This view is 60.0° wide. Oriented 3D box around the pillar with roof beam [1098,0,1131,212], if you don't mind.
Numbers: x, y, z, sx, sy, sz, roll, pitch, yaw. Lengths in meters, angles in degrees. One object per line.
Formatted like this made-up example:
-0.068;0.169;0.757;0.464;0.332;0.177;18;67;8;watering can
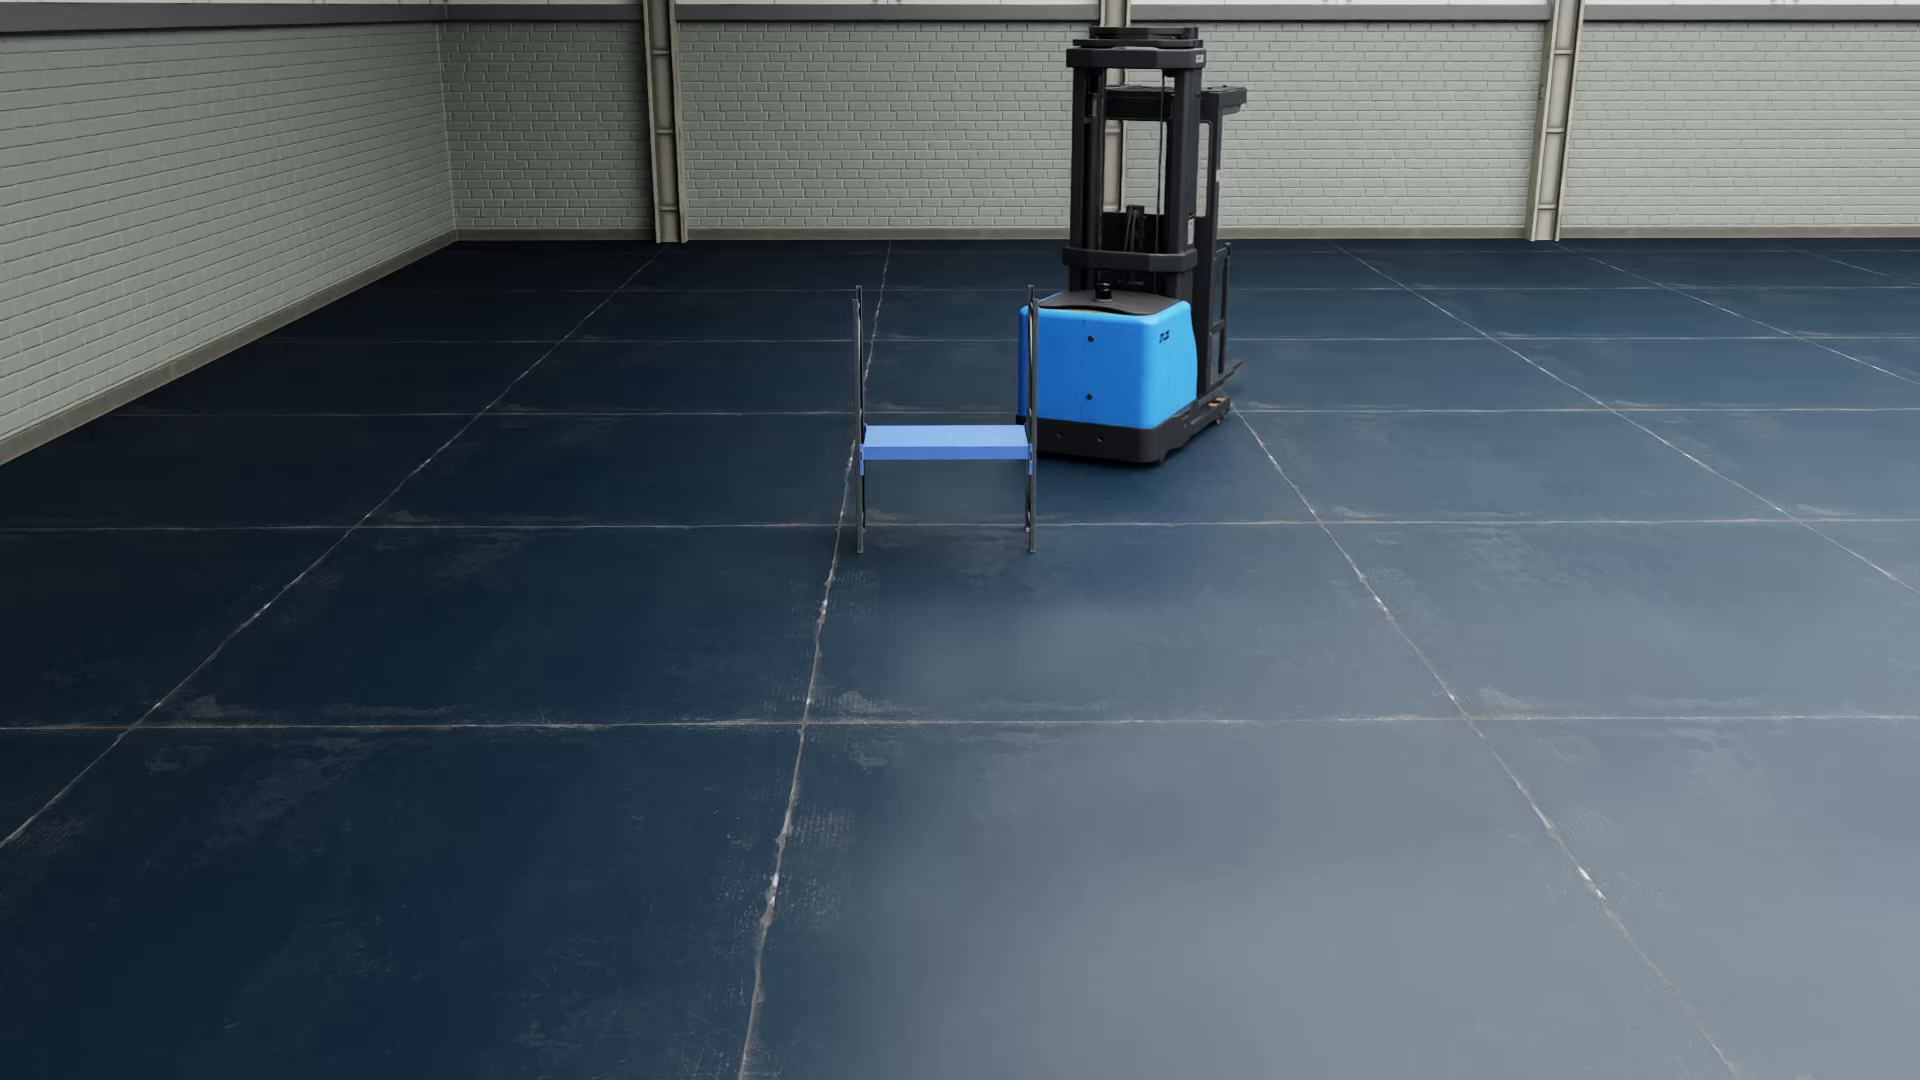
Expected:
2.113;-7.103;17.458;0.400;9.000;9.100;0;18;-1;pillar with roof beam

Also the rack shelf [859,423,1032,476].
-0.085;-0.542;9.872;1.000;0.185;0.538;0;18;-1;rack shelf

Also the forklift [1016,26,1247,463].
1.469;-2.337;12.534;1.130;2.935;3.031;8;19;23;forklift

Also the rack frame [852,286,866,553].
-0.594;-0.711;9.810;0.032;1.500;0.500;0;18;-1;rack frame

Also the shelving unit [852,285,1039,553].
-0.085;-0.714;9.817;1.048;1.500;0.538;0;18;-1;shelving unit

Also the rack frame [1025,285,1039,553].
0.423;-0.716;9.825;0.032;1.500;0.500;0;18;-1;rack frame

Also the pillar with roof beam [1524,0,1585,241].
8.112;-7.132;17.548;0.400;9.000;9.100;0;18;-1;pillar with roof beam

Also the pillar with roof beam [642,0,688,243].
-3.887;-7.074;17.368;0.400;9.000;9.100;0;18;-1;pillar with roof beam
